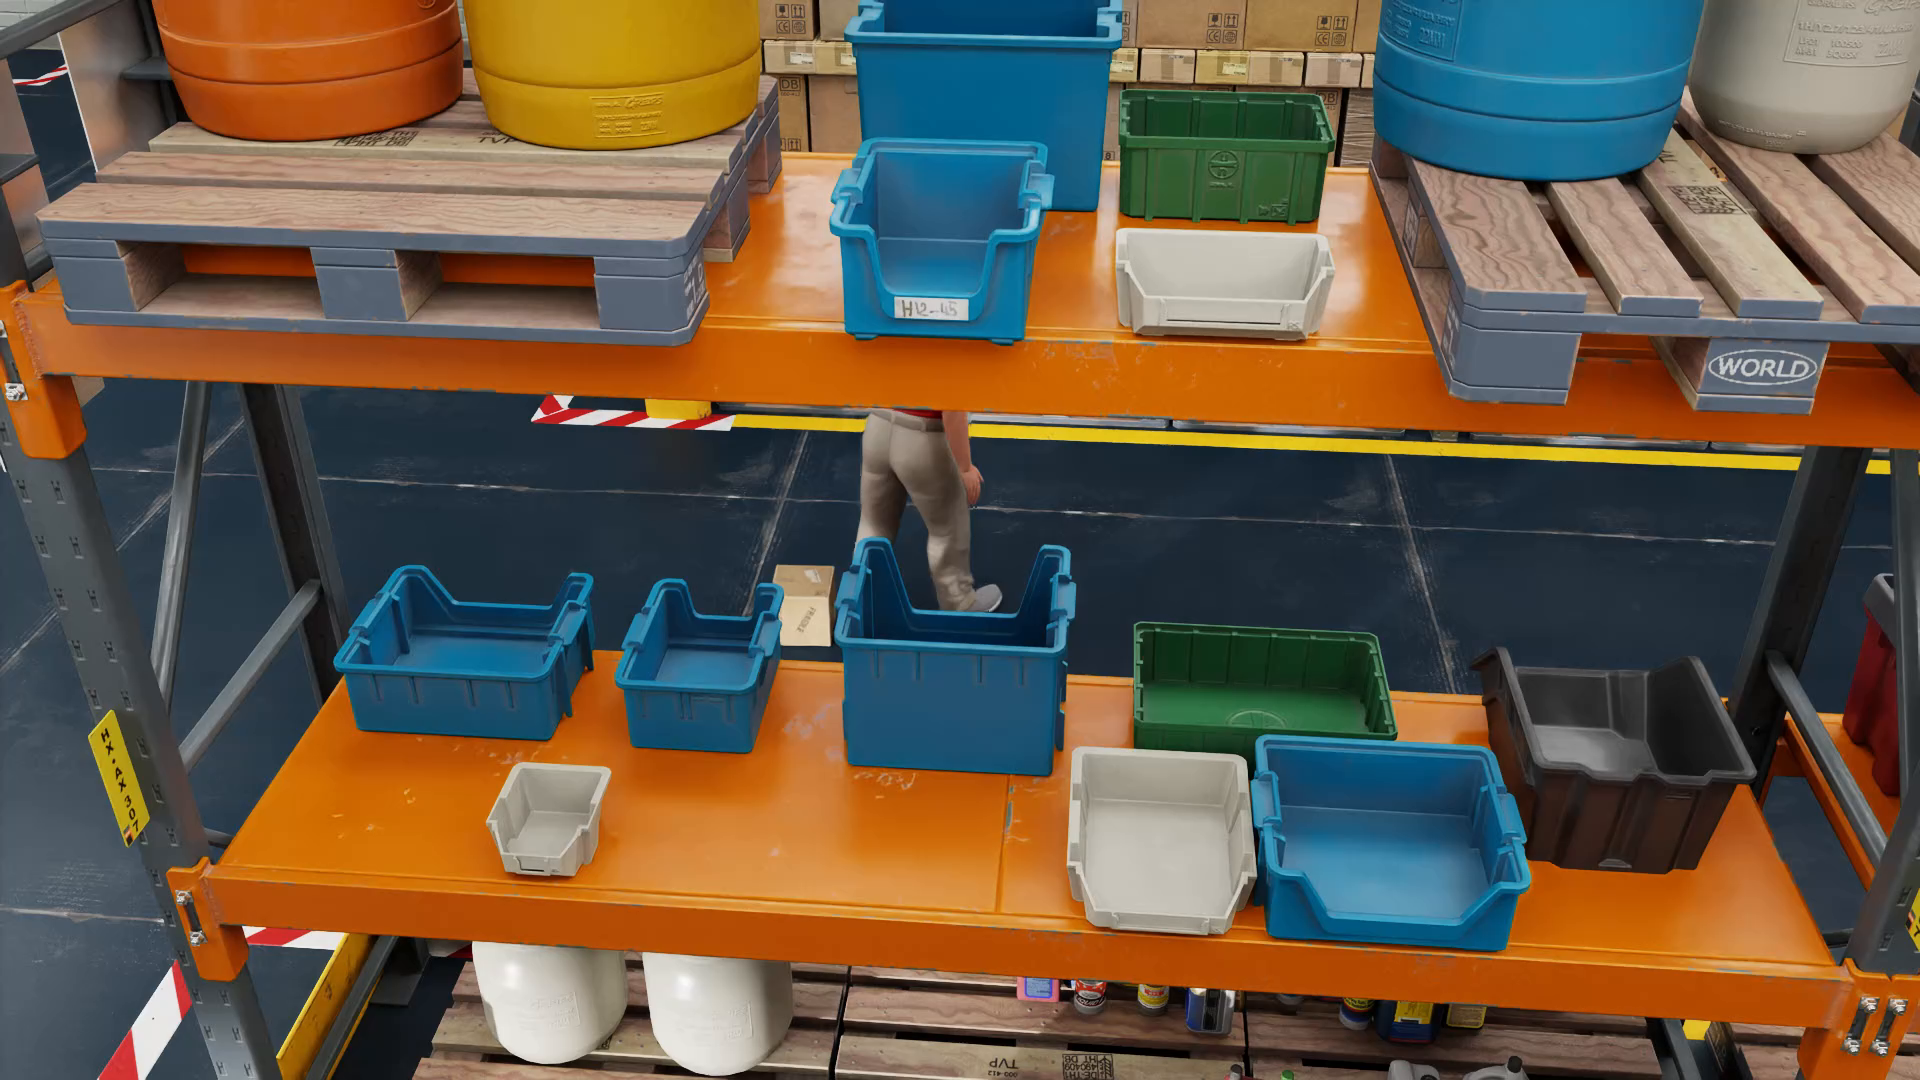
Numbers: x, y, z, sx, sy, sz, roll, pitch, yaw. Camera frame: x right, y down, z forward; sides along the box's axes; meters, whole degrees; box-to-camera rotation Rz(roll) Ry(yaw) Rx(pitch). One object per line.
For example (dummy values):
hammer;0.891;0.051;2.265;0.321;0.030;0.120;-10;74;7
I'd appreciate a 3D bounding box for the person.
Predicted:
person;-0.142;-0.392;6.745;0.627;1.712;0.644;24;39;33
